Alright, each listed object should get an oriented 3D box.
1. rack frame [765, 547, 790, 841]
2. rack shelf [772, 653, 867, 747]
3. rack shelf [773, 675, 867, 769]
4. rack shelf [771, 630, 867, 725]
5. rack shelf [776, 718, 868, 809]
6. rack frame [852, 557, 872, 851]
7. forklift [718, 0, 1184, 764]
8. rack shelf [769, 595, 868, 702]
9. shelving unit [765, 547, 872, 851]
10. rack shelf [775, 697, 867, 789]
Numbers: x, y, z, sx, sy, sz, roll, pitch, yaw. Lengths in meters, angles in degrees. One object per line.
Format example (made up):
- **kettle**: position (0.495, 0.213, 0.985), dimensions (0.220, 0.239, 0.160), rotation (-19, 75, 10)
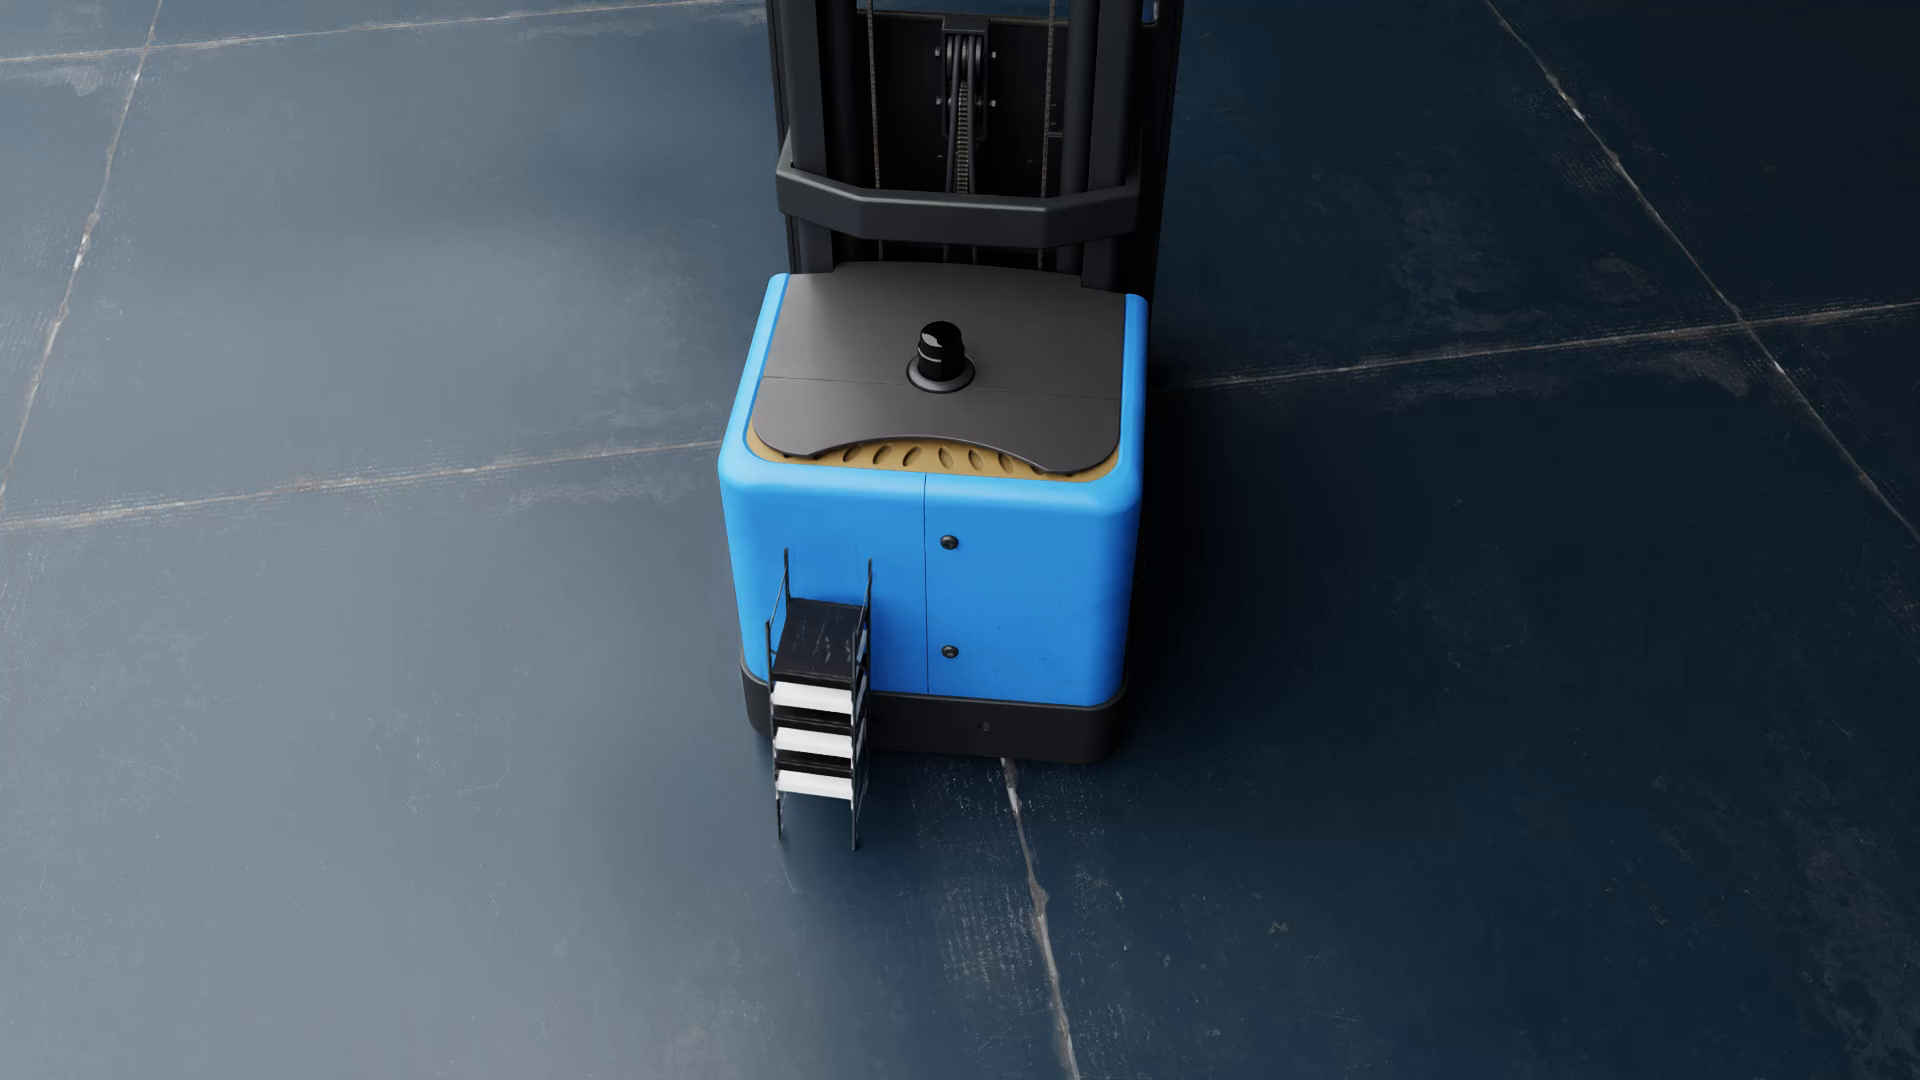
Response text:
- **rack frame**: position (-0.450, 0.411, 4.215), dimensions (0.006, 0.900, 0.240), rotation (7, 47, 3)
- **rack shelf**: position (-0.347, 0.385, 4.169), dimensions (0.200, 0.077, 0.258), rotation (7, 47, 3)
- **rack shelf**: position (-0.351, 0.447, 4.234), dimensions (0.200, 0.077, 0.258), rotation (7, 47, 3)
- **rack shelf**: position (-0.342, 0.323, 4.104), dimensions (0.200, 0.077, 0.258), rotation (7, 47, 3)
- **rack shelf**: position (-0.359, 0.570, 4.365), dimensions (0.200, 0.077, 0.258), rotation (7, 47, 3)
- **rack frame**: position (-0.249, 0.436, 4.205), dimensions (0.006, 0.900, 0.240), rotation (7, 47, 3)
- **forklift**: position (0.060, -1.467, 4.628), dimensions (1.130, 2.935, 3.031), rotation (4, 46, 4)
- **rack shelf**: position (-0.338, 0.261, 4.039), dimensions (0.200, 0.077, 0.258), rotation (7, 47, 3)
- **shelving unit**: position (-0.349, 0.424, 4.210), dimensions (0.210, 0.900, 0.258), rotation (7, 47, 3)
- **rack shelf**: position (-0.355, 0.509, 4.299), dimensions (0.200, 0.077, 0.258), rotation (7, 47, 3)
